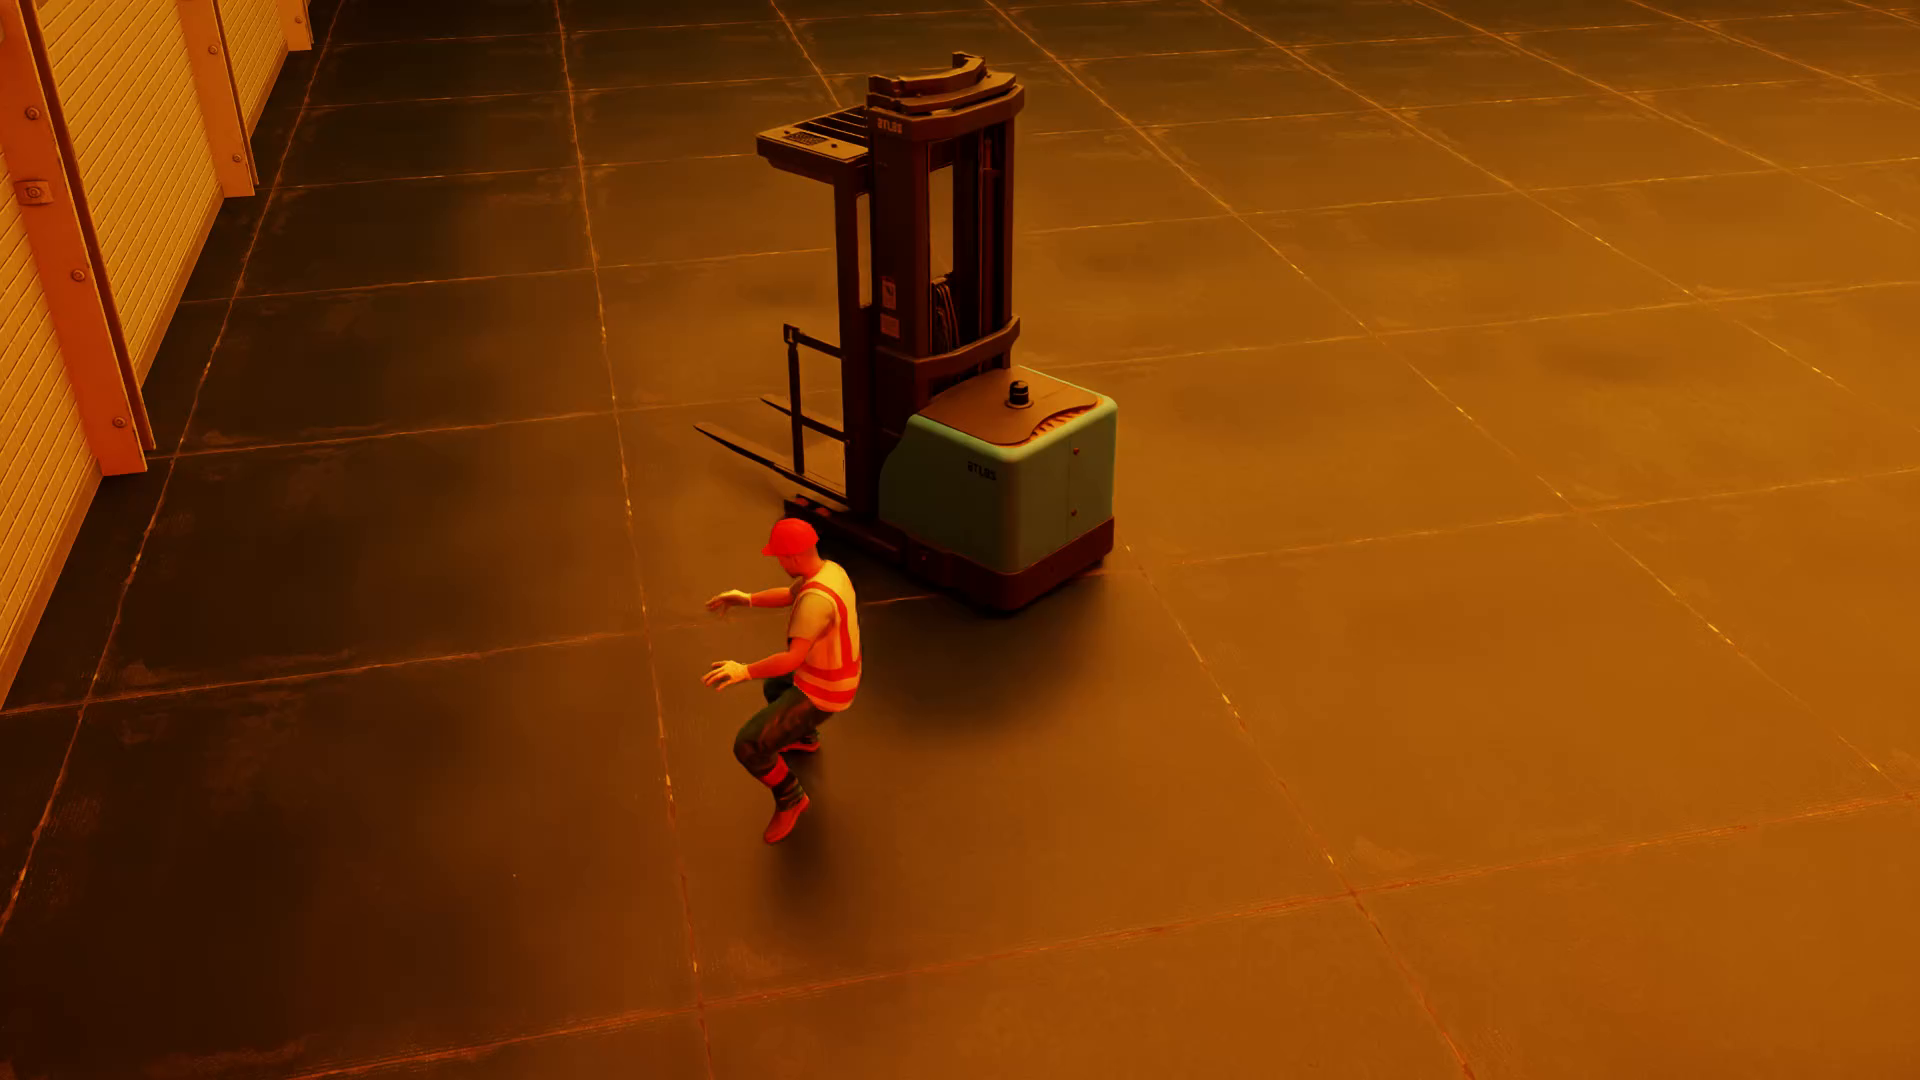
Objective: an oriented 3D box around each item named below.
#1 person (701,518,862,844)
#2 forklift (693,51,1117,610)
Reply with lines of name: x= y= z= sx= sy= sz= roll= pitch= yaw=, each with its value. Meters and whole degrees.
person: x=-0.858 y=0.622 z=7.878 sx=0.787 sy=1.557 sz=1.010 roll=3 pitch=30 yaw=5
forklift: x=-0.488 y=-1.482 z=10.134 sx=3.031 sy=2.935 sz=1.130 roll=24 pitch=38 yaw=35
